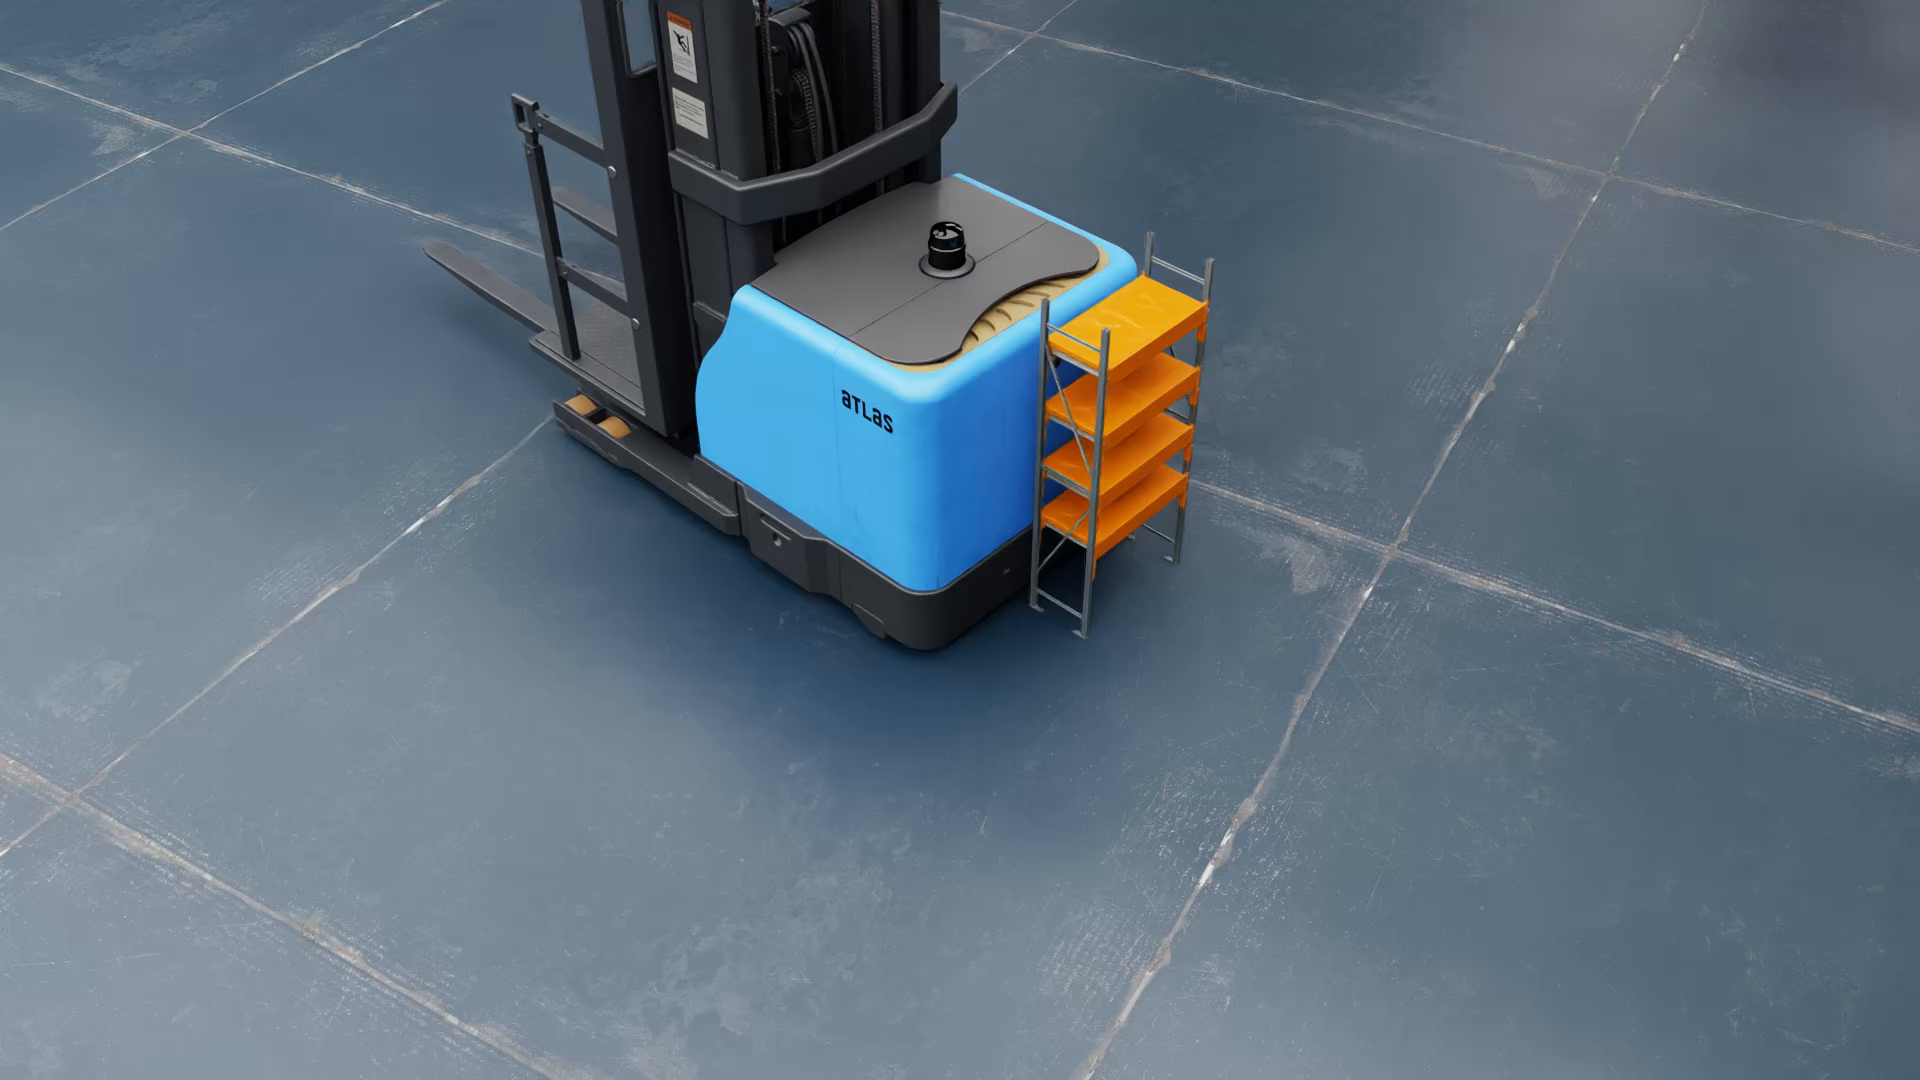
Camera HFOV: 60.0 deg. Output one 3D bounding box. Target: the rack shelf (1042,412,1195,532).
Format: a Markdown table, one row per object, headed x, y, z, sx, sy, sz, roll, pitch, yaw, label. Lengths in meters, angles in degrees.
| x | y | z | sx | sy | sz | roll | pitch | yaw | label |
| --- | --- | --- | --- | --- | --- | --- | --- | --- | --- |
| 0.488 | -0.250 | 5.228 | 0.258 | 0.148 | 0.480 | 31 | 50 | 30 | rack shelf |

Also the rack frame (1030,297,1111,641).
| x | y | z | sx | sy | sz | roll | pitch | yaw | label |
| --- | --- | --- | --- | --- | --- | --- | --- | --- | --- |
| 0.324 | -0.182 | 5.048 | 0.240 | 1.200 | 0.015 | 31 | 50 | 30 | rack frame |

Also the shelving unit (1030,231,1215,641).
| x | y | z | sx | sy | sz | roll | pitch | yaw | label |
| --- | --- | --- | --- | --- | --- | --- | --- | --- | --- |
| 0.488 | -0.300 | 5.183 | 0.258 | 1.200 | 0.503 | 31 | 50 | 30 | shelving unit |

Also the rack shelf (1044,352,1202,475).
| x | y | z | sx | sy | sz | roll | pitch | yaw | label |
| --- | --- | --- | --- | --- | --- | --- | --- | --- | --- |
| 0.488 | -0.418 | 5.080 | 0.258 | 0.148 | 0.480 | 31 | 50 | 30 | rack shelf |

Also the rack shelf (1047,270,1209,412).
| x | y | z | sx | sy | sz | roll | pitch | yaw | label |
| --- | --- | --- | --- | --- | --- | --- | --- | --- | --- |
| 0.488 | -0.595 | 4.924 | 0.258 | 0.148 | 0.480 | 31 | 50 | 30 | rack shelf |

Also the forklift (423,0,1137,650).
| x | y | z | sx | sy | sz | roll | pitch | yaw | label |
| --- | --- | --- | --- | --- | --- | --- | --- | --- | --- |
| -0.855 | -1.606 | 5.355 | 3.031 | 2.935 | 1.130 | 32 | 50 | 31 | forklift |

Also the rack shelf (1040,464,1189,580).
| x | y | z | sx | sy | sz | roll | pitch | yaw | label |
| --- | --- | --- | --- | --- | --- | --- | --- | --- | --- |
| 0.488 | -0.101 | 5.359 | 0.258 | 0.148 | 0.480 | 31 | 50 | 30 | rack shelf |

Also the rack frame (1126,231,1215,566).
| x | y | z | sx | sy | sz | roll | pitch | yaw | label |
| --- | --- | --- | --- | --- | --- | --- | --- | --- | --- |
| 0.653 | -0.419 | 5.318 | 0.240 | 1.200 | 0.015 | 31 | 50 | 30 | rack frame |
